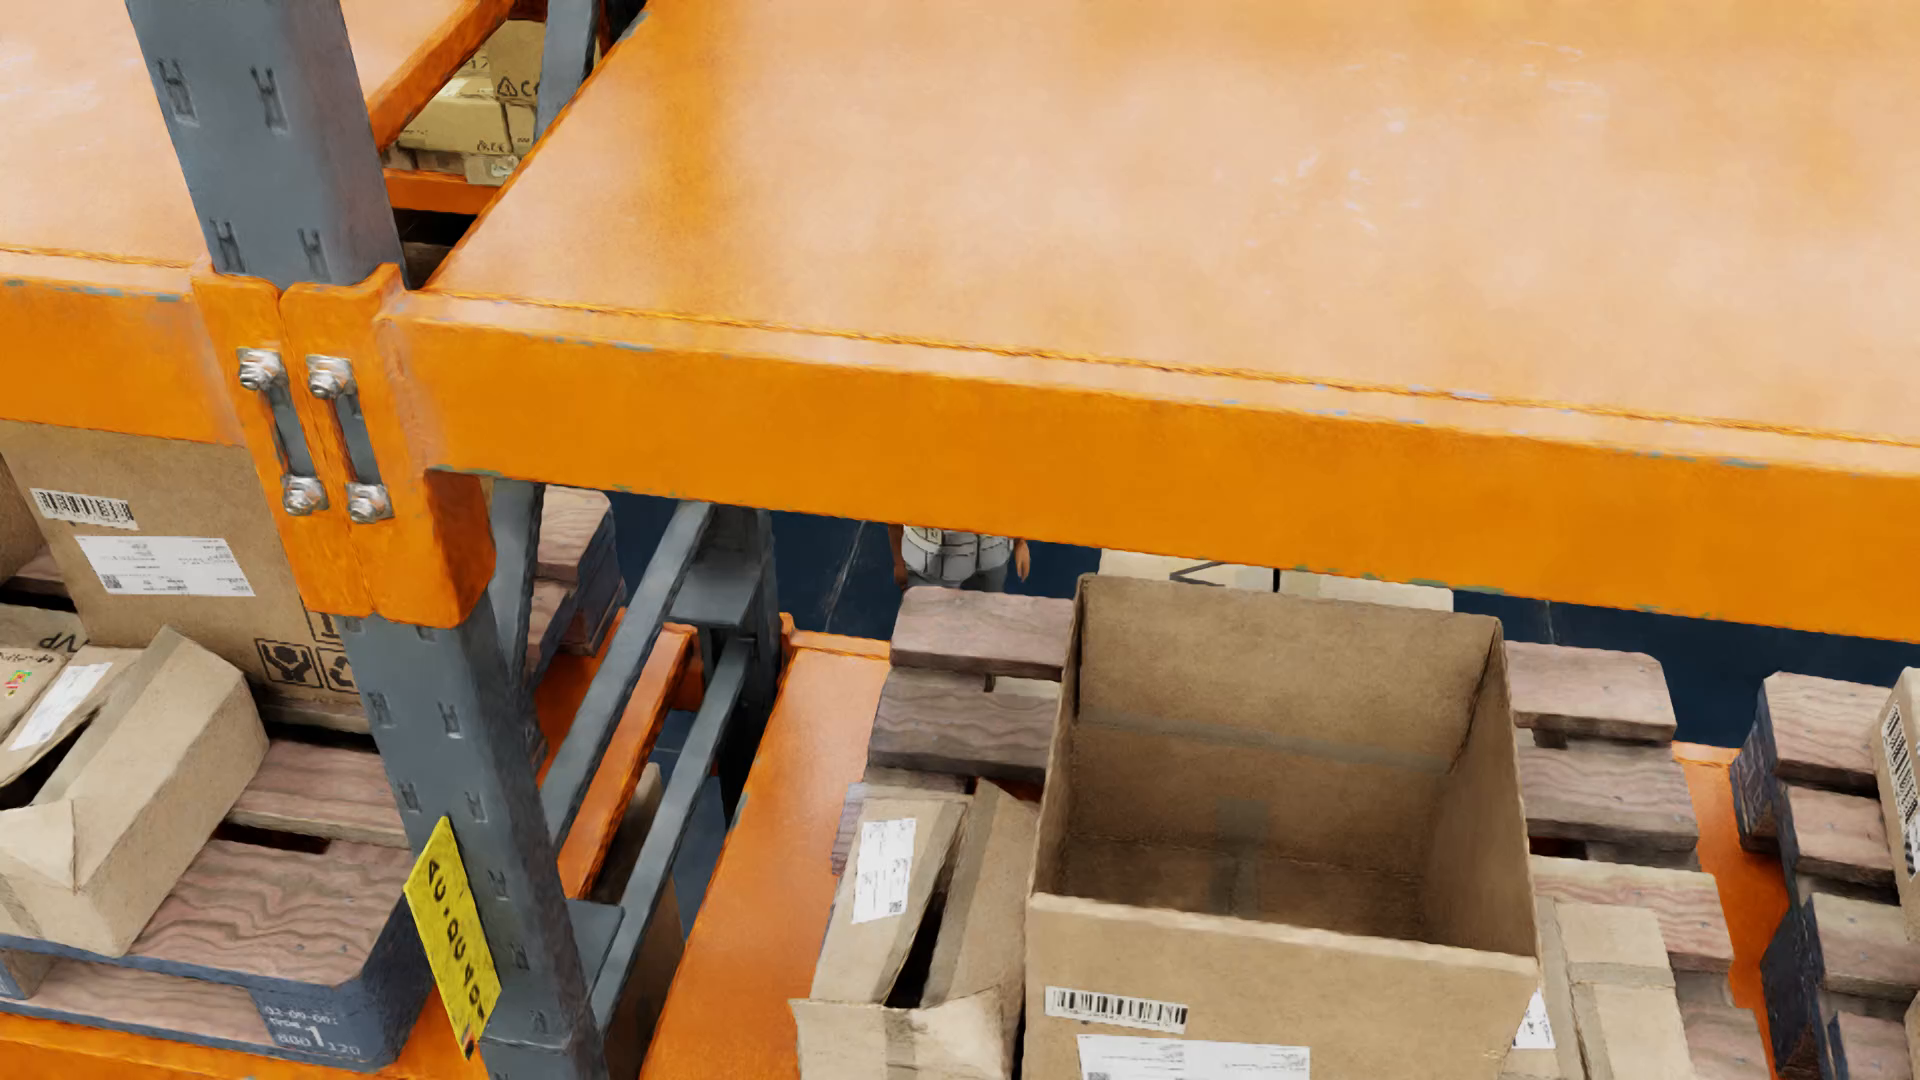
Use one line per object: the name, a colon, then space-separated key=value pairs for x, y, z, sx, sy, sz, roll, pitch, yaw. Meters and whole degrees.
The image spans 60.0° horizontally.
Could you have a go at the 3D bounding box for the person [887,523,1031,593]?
person: x=-0.002 y=0.065 z=6.119 sx=0.519 sy=1.724 sz=0.448 roll=-18 pitch=44 yaw=-20
